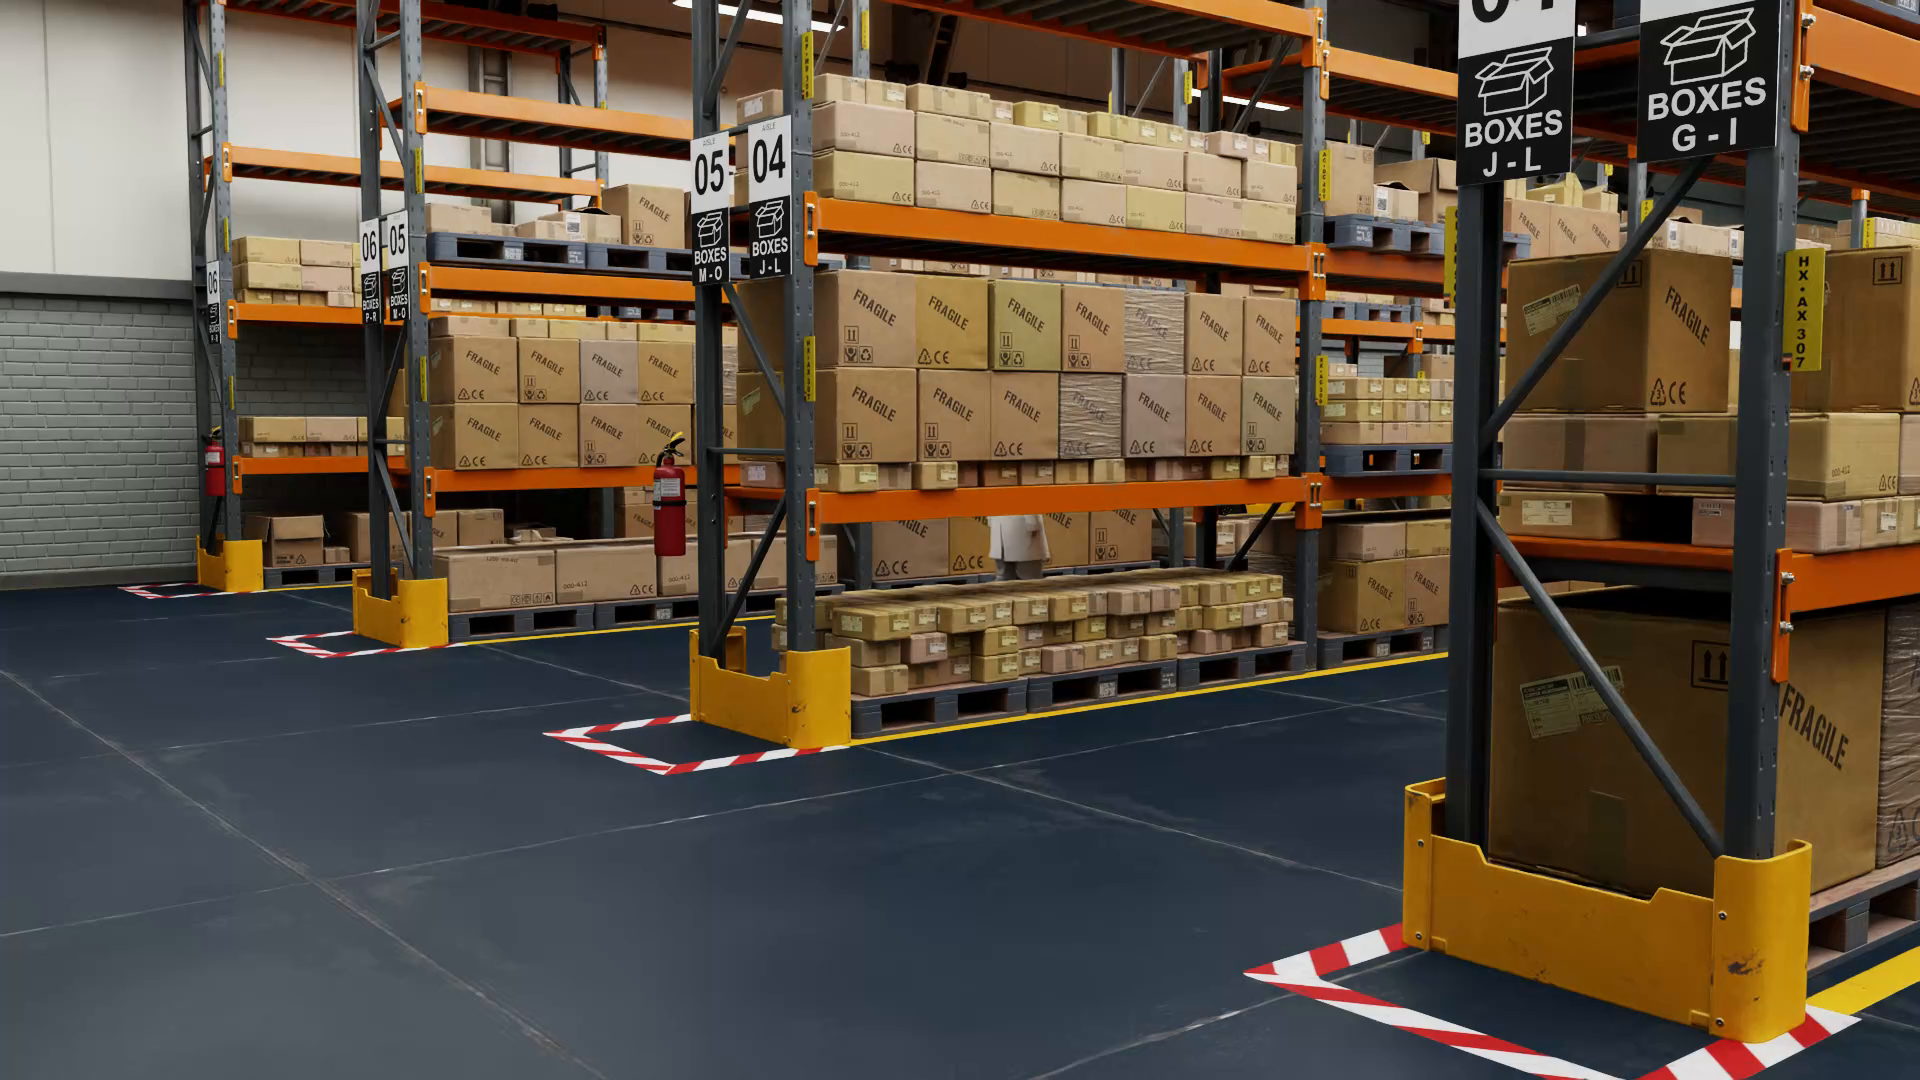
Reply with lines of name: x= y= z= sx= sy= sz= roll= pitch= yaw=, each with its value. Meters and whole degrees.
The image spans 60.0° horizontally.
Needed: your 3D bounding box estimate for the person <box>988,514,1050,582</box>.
person: x=0.407 y=-0.077 z=12.043 sx=0.418 sy=1.781 sz=0.560 roll=-3 pitch=5 yaw=-37
